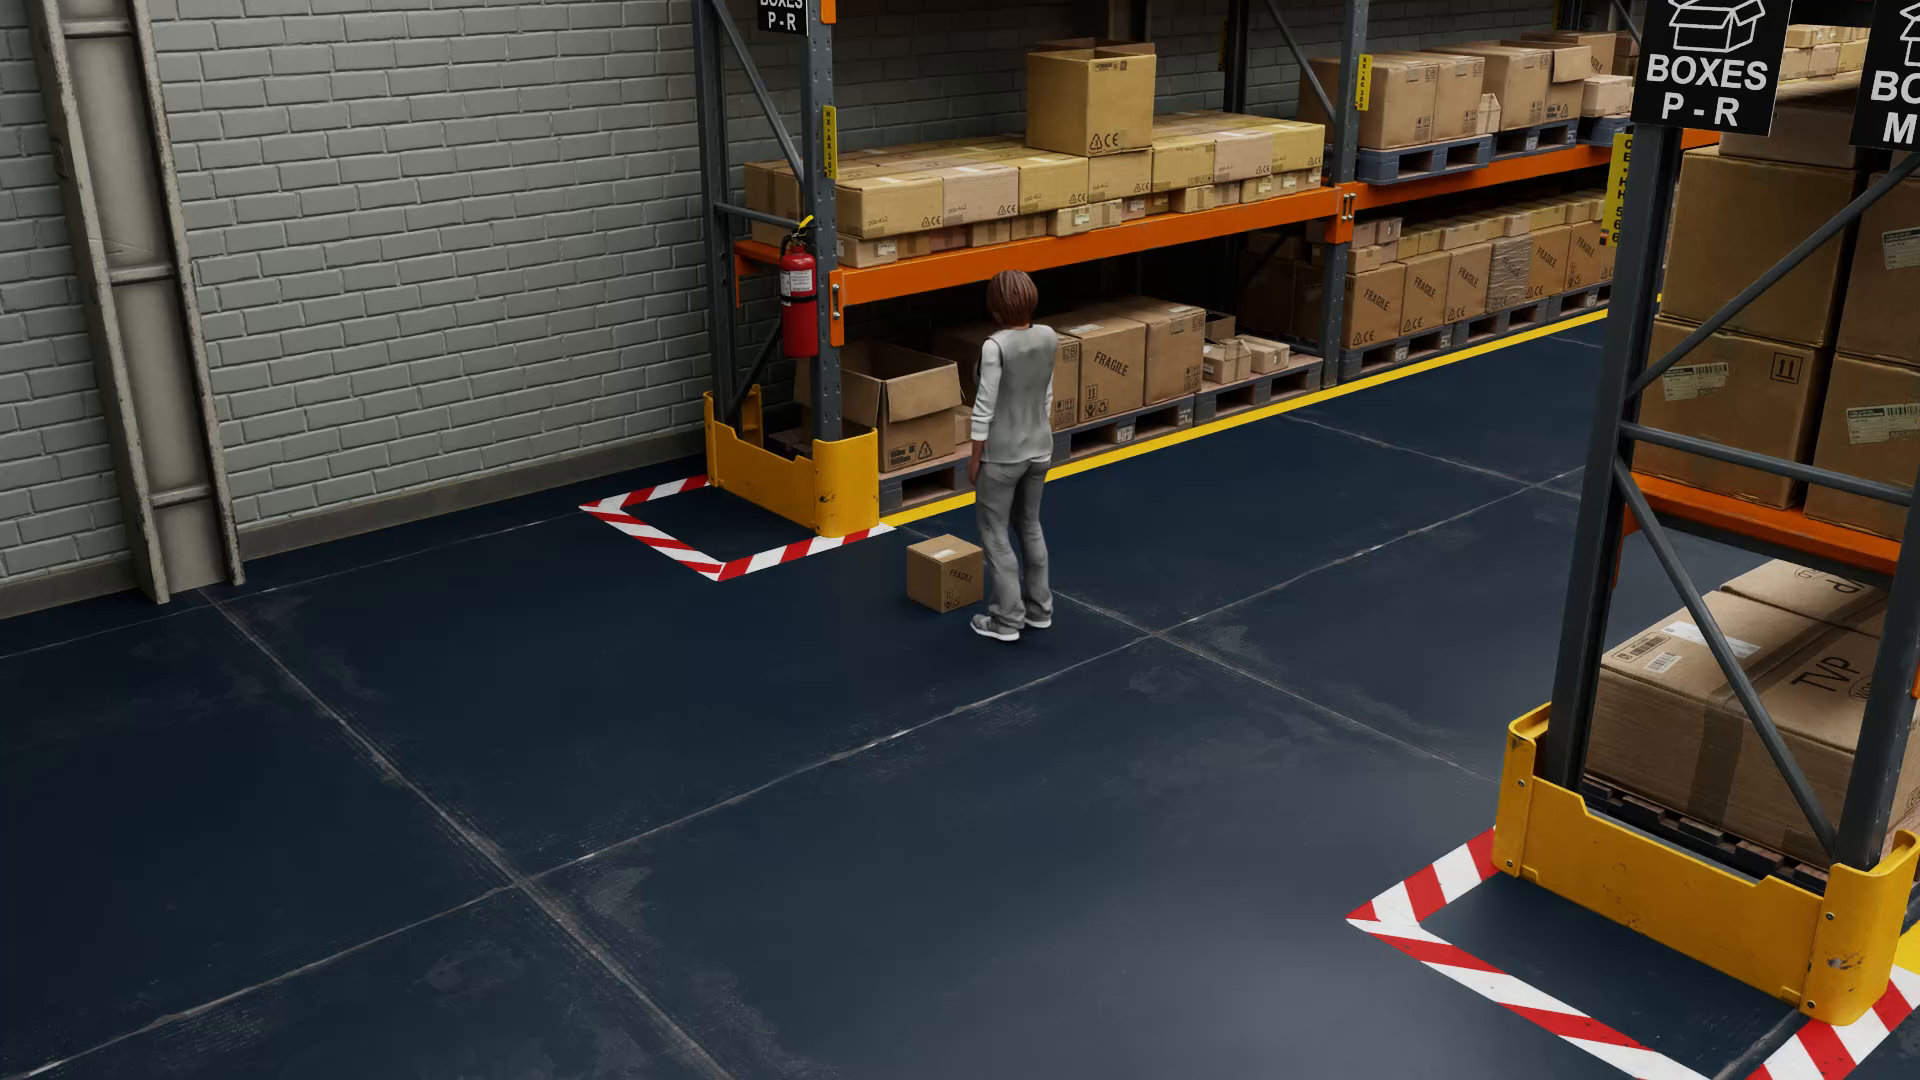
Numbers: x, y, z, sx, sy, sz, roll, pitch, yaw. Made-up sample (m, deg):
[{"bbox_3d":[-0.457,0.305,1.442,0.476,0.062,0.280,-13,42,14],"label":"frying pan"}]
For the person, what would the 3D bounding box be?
[{"bbox_3d":[0.211,-0.343,6.996,0.407,1.589,0.304,-17,27,-36],"label":"person"}]
